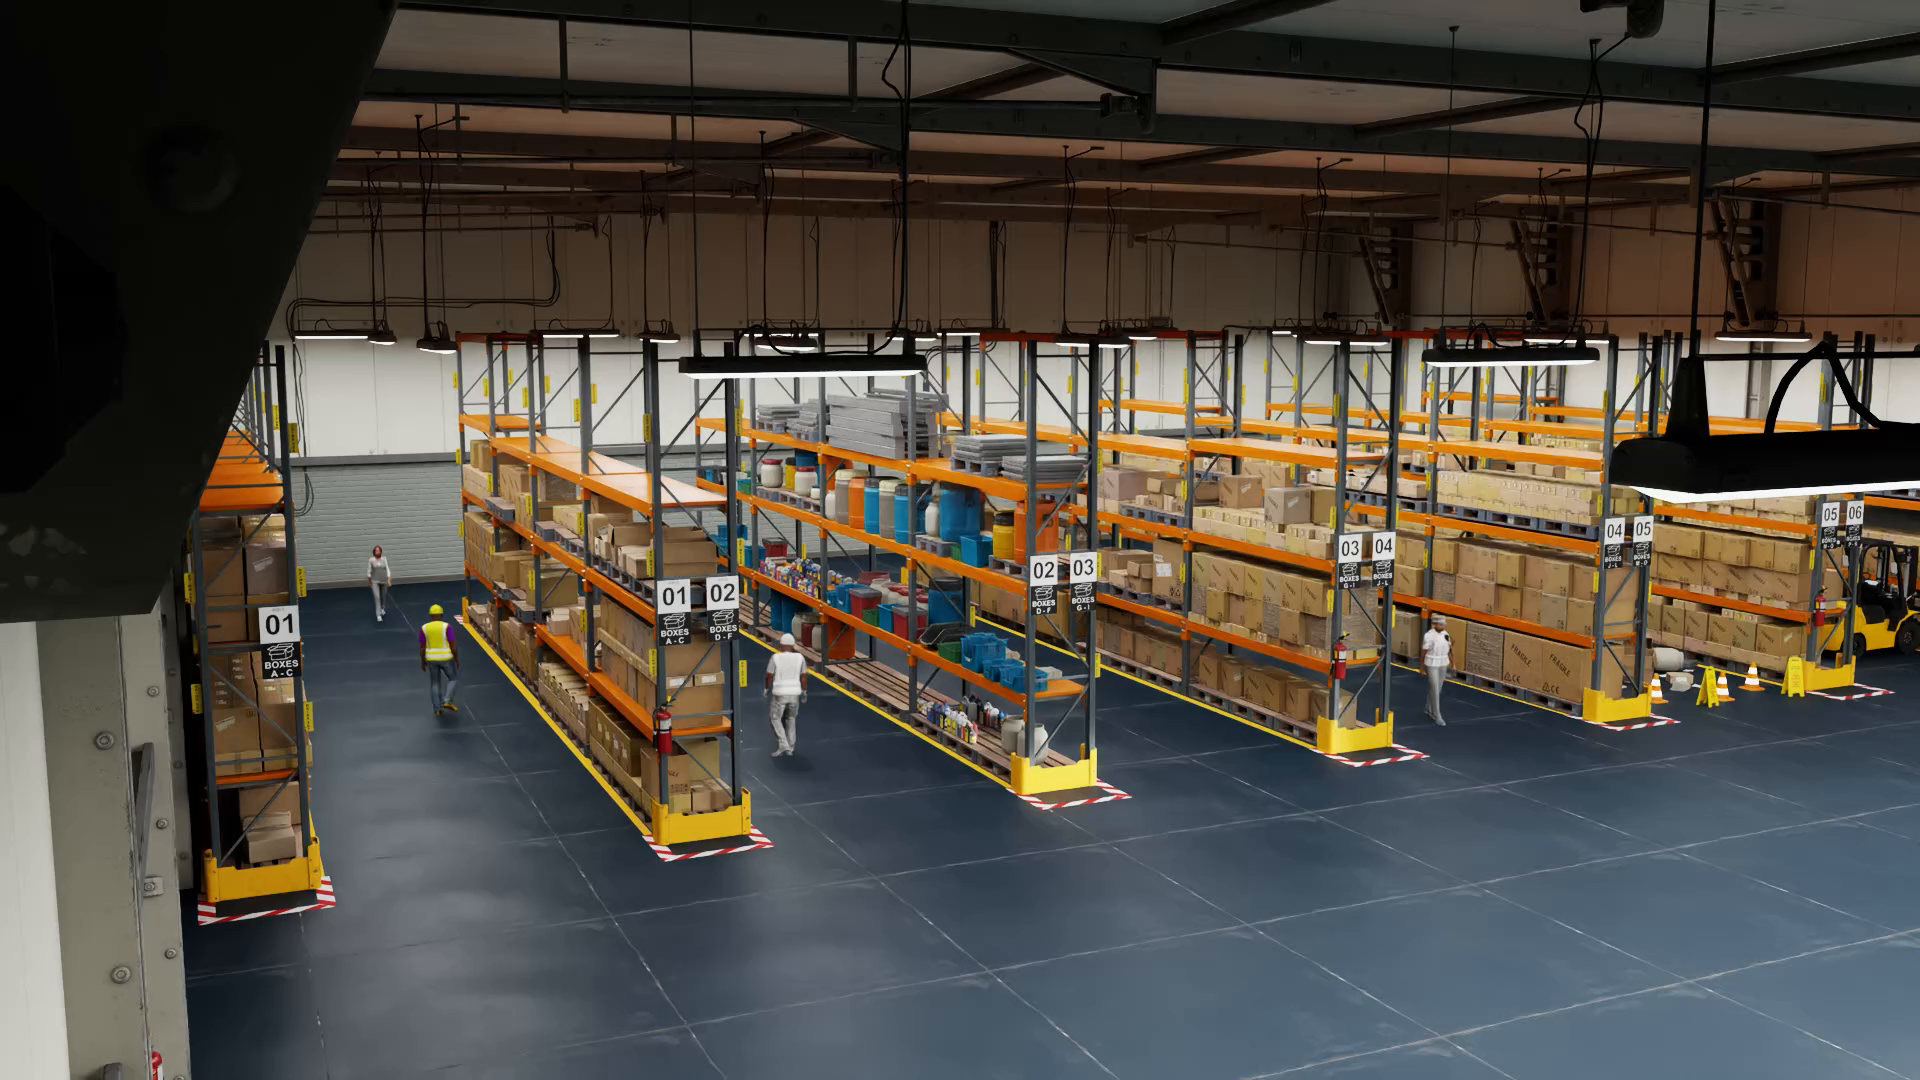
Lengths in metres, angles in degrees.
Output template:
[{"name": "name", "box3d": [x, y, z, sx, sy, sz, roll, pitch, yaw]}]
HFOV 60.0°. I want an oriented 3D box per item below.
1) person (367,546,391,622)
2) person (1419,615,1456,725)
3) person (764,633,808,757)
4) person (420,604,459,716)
[{"name": "person", "box3d": [-12.099, 0.880, 34.637, 0.436, 1.543, 0.960, -4, 9, -26]}, {"name": "person", "box3d": [7.496, 2.008, 26.070, 0.506, 1.691, 0.640, -3, 8, -19]}, {"name": "person", "box3d": [-2.469, 2.246, 23.910, 0.616, 1.767, 0.693, -3, 8, -21]}, {"name": "person", "box3d": [-8.269, 1.908, 26.406, 0.609, 1.769, 0.483, 0, 8, 3]}]
